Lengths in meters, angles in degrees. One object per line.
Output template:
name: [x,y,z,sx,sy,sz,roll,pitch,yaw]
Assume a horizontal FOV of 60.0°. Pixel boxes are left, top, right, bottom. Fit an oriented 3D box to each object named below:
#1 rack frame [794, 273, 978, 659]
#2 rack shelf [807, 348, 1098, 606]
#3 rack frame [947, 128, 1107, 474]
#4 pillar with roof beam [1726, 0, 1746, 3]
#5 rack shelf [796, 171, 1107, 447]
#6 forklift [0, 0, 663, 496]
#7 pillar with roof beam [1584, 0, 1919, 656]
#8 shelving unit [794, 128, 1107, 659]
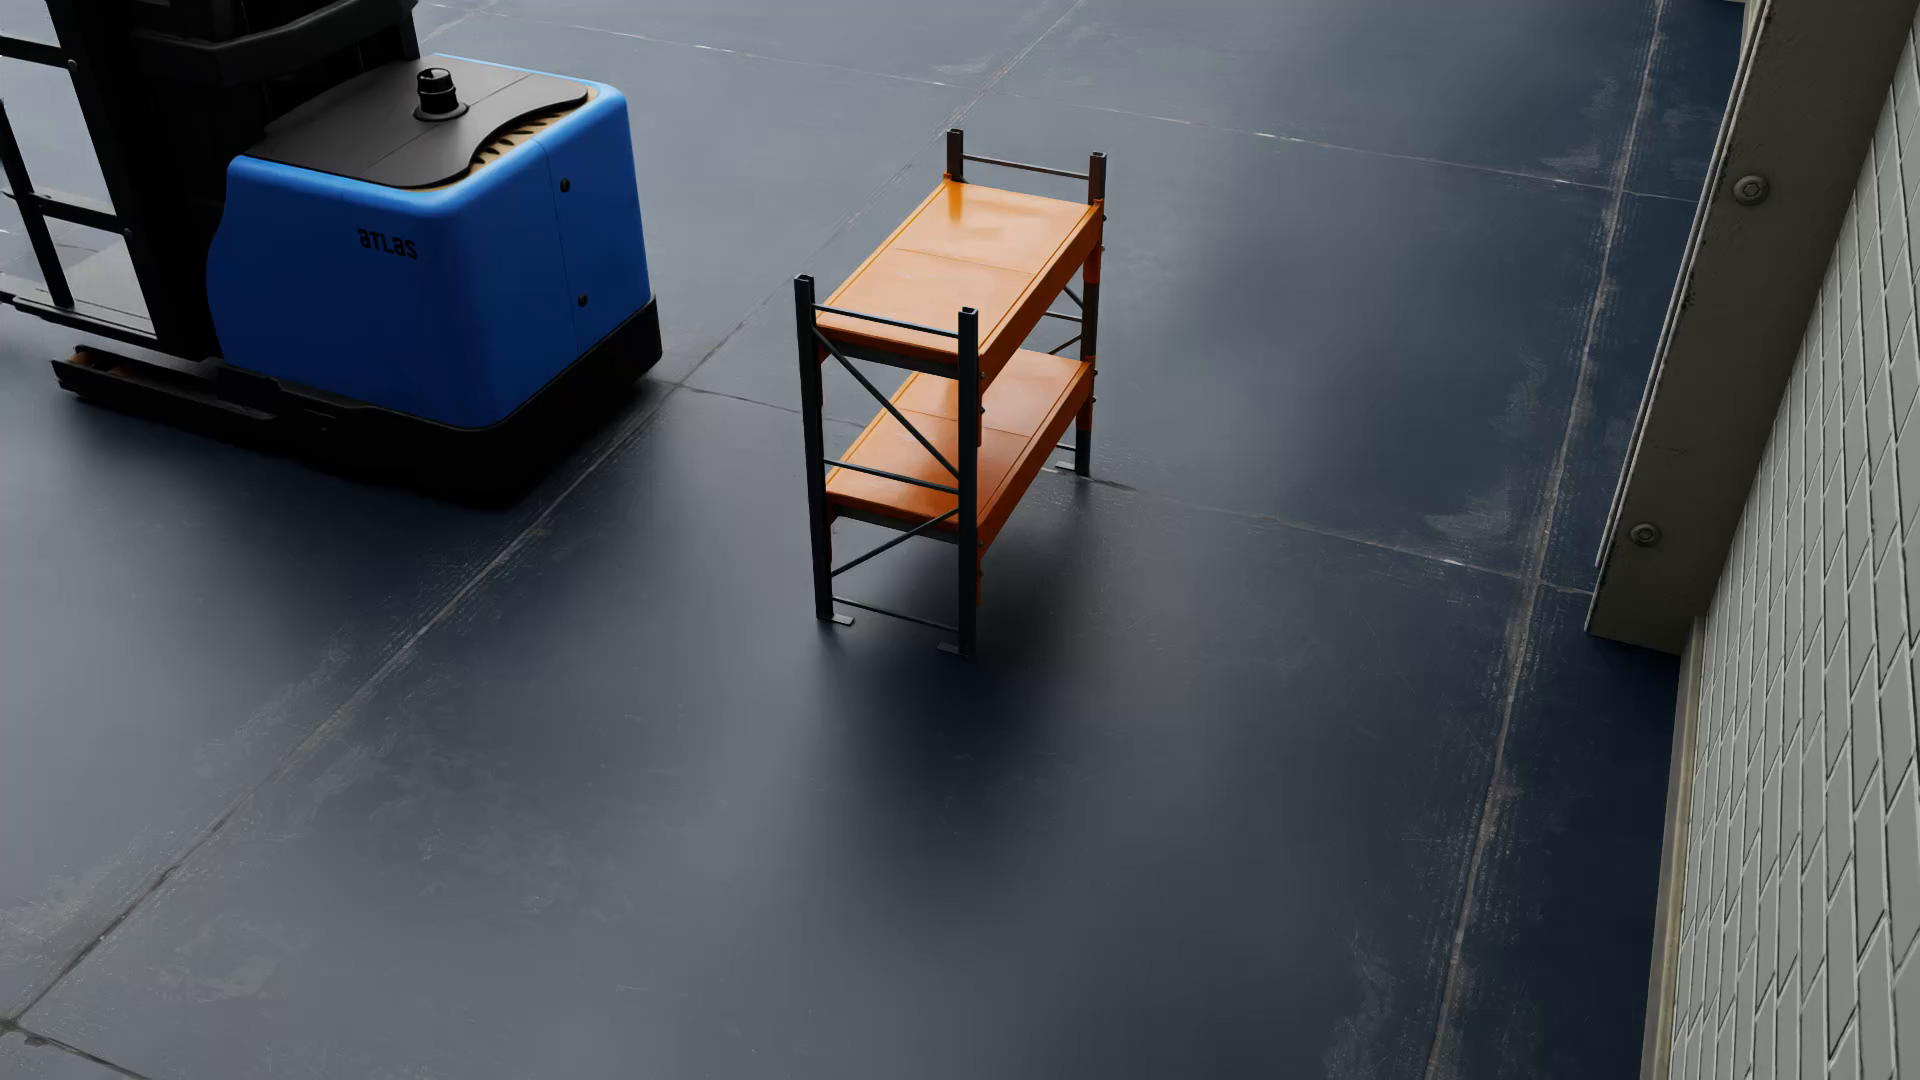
rack frame: [-0.191,-0.173,4.542,0.500,1.125,0.032,14,39,18]
rack shelf: [0.003,-0.258,5.065,0.538,0.278,1.000,14,39,18]
rack frame: [0.196,-0.736,5.295,0.500,1.125,0.032,14,39,18]
pillar with roof beam: [0.354,-7.710,8.049,9.100,9.000,0.400,14,39,18]
rack shelf: [0.003,-0.689,4.743,0.538,0.278,1.000,14,39,18]
forklift: [-2.641,-1.900,5.344,3.031,2.935,1.130,15,39,19]
pillar with roof beam: [-1.929,-4.388,3.604,9.100,9.000,0.400,14,39,18]
shelving unit: [0.003,-0.454,4.918,0.538,1.125,1.048,14,39,18]
